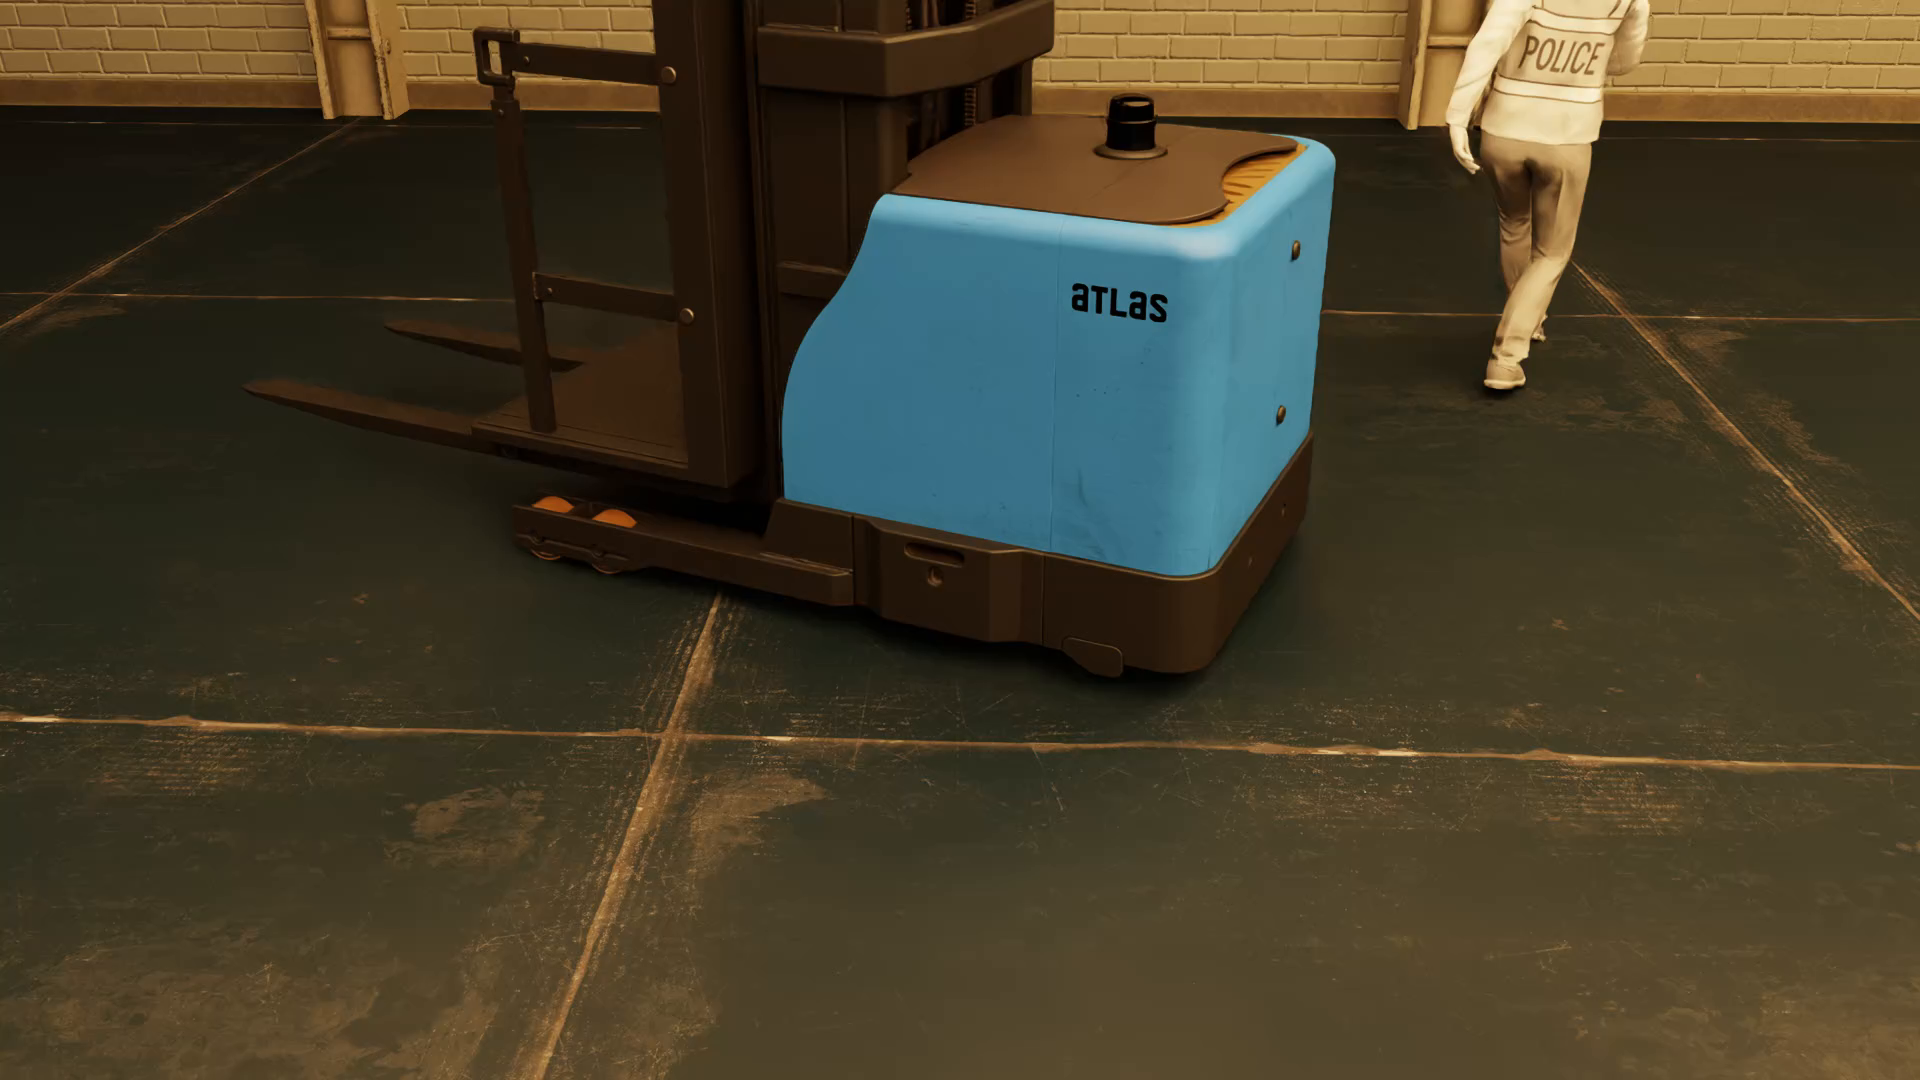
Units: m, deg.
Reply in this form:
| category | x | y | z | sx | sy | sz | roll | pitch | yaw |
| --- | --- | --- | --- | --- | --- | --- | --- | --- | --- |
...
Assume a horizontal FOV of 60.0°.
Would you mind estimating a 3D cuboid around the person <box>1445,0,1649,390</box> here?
| category | x | y | z | sx | sy | sz | roll | pitch | yaw |
| --- | --- | --- | --- | --- | --- | --- | --- | --- | --- |
| person | 1.883 | -1.295 | 5.387 | 0.513 | 1.620 | 0.889 | 12 | 29 | 22 |

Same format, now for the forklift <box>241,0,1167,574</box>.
| category | x | y | z | sx | sy | sz | roll | pitch | yaw |
| --- | --- | --- | --- | --- | --- | --- | --- | --- | --- |
| forklift | -0.621 | -1.425 | 4.097 | 3.031 | 2.935 | 1.121 | 11 | 28 | 22 |
